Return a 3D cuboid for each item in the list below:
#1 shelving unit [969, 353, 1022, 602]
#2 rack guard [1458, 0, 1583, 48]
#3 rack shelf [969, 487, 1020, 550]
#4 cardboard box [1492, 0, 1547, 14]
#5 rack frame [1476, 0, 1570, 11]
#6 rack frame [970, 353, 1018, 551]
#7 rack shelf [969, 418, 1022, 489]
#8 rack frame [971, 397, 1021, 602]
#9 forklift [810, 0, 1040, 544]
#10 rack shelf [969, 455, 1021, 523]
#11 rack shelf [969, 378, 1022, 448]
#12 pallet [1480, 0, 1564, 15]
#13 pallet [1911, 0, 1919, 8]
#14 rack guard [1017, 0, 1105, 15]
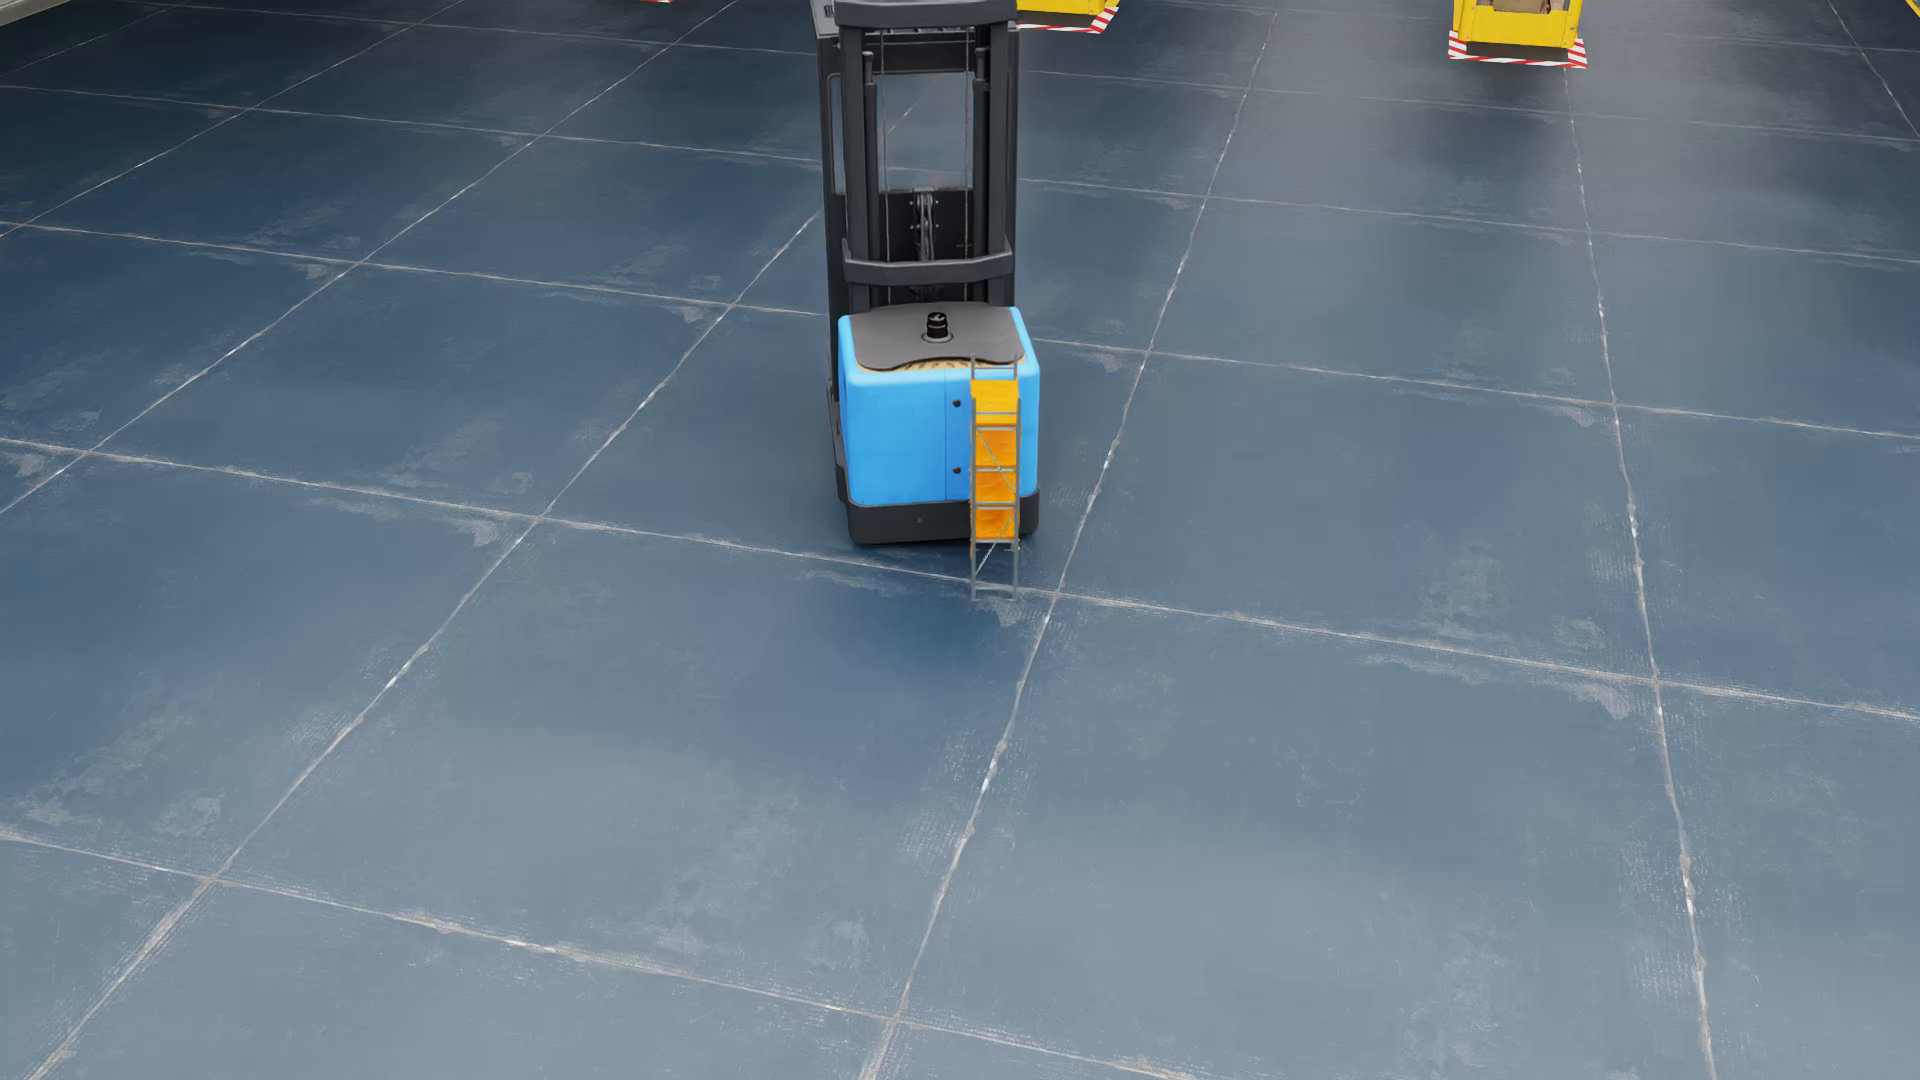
[{"bbox_3d":[0.178,-0.317,8.630,0.258,1.200,0.503,0,32,0],"label":"shelving unit"},{"bbox_3d":[5.859,-5.488,17.417,1.175,0.500,0.348,8,33,12],"label":"rack guard"},{"bbox_3d":[0.178,-0.092,8.772,0.258,0.148,0.480,0,32,0],"label":"rack shelf"},{"bbox_3d":[6.014,-5.948,17.749,0.500,0.500,0.500,14,35,21],"label":"cardboard box"},{"bbox_3d":[5.840,-6.504,16.685,1.000,3.000,0.127,8,33,12],"label":"rack frame"},{"bbox_3d":[0.177,-0.447,8.835,0.240,1.200,0.015,0,32,0],"label":"rack frame"},{"bbox_3d":[0.178,-0.449,8.546,0.258,0.148,0.480,0,32,0],"label":"rack shelf"},{"bbox_3d":[0.179,-0.186,8.424,0.240,1.200,0.015,0,32,0],"label":"rack frame"},{"bbox_3d":[-0.255,-1.988,9.646,1.130,2.935,3.031,-4,33,-6],"label":"forklift"},{"bbox_3d":[0.178,-0.260,8.666,0.258,0.148,0.480,0,32,0],"label":"rack shelf"},{"bbox_3d":[0.178,-0.648,8.419,0.258,0.148,0.480,0,32,0],"label":"rack shelf"},{"bbox_3d":[6.099,-5.783,18.150,1.003,0.211,1.213,8,33,12],"label":"pallet"},{"bbox_3d":[11.358,-6.291,18.949,1.003,0.211,1.213,8,33,12],"label":"pallet"},{"bbox_3d":[1.022,-6.169,18.488,1.175,0.500,0.348,8,33,12],"label":"rack guard"}]
